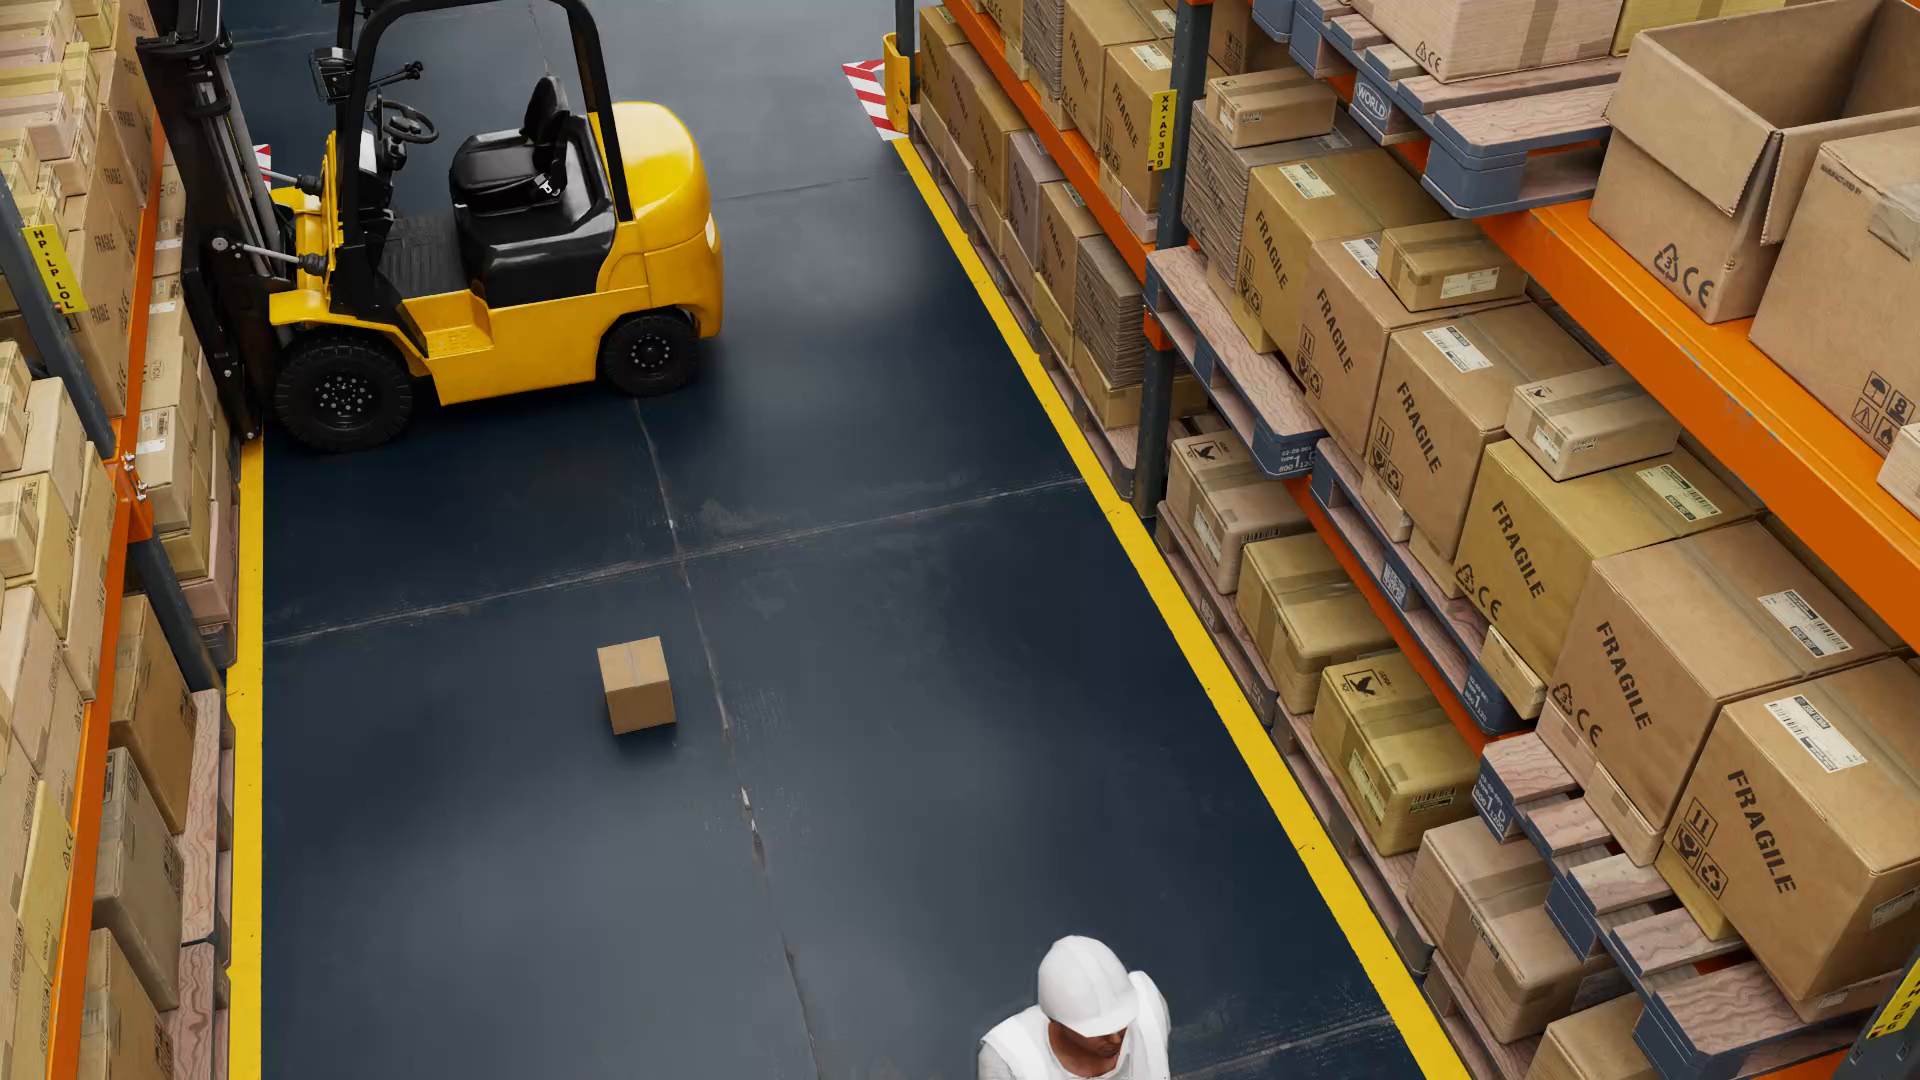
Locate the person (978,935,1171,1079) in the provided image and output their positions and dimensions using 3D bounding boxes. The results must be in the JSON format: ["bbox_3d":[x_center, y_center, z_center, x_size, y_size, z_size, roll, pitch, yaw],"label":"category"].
[{"bbox_3d":[0.315,1.662,4.294,0.544,1.825,0.485,-13,43,-14],"label":"person"}]
